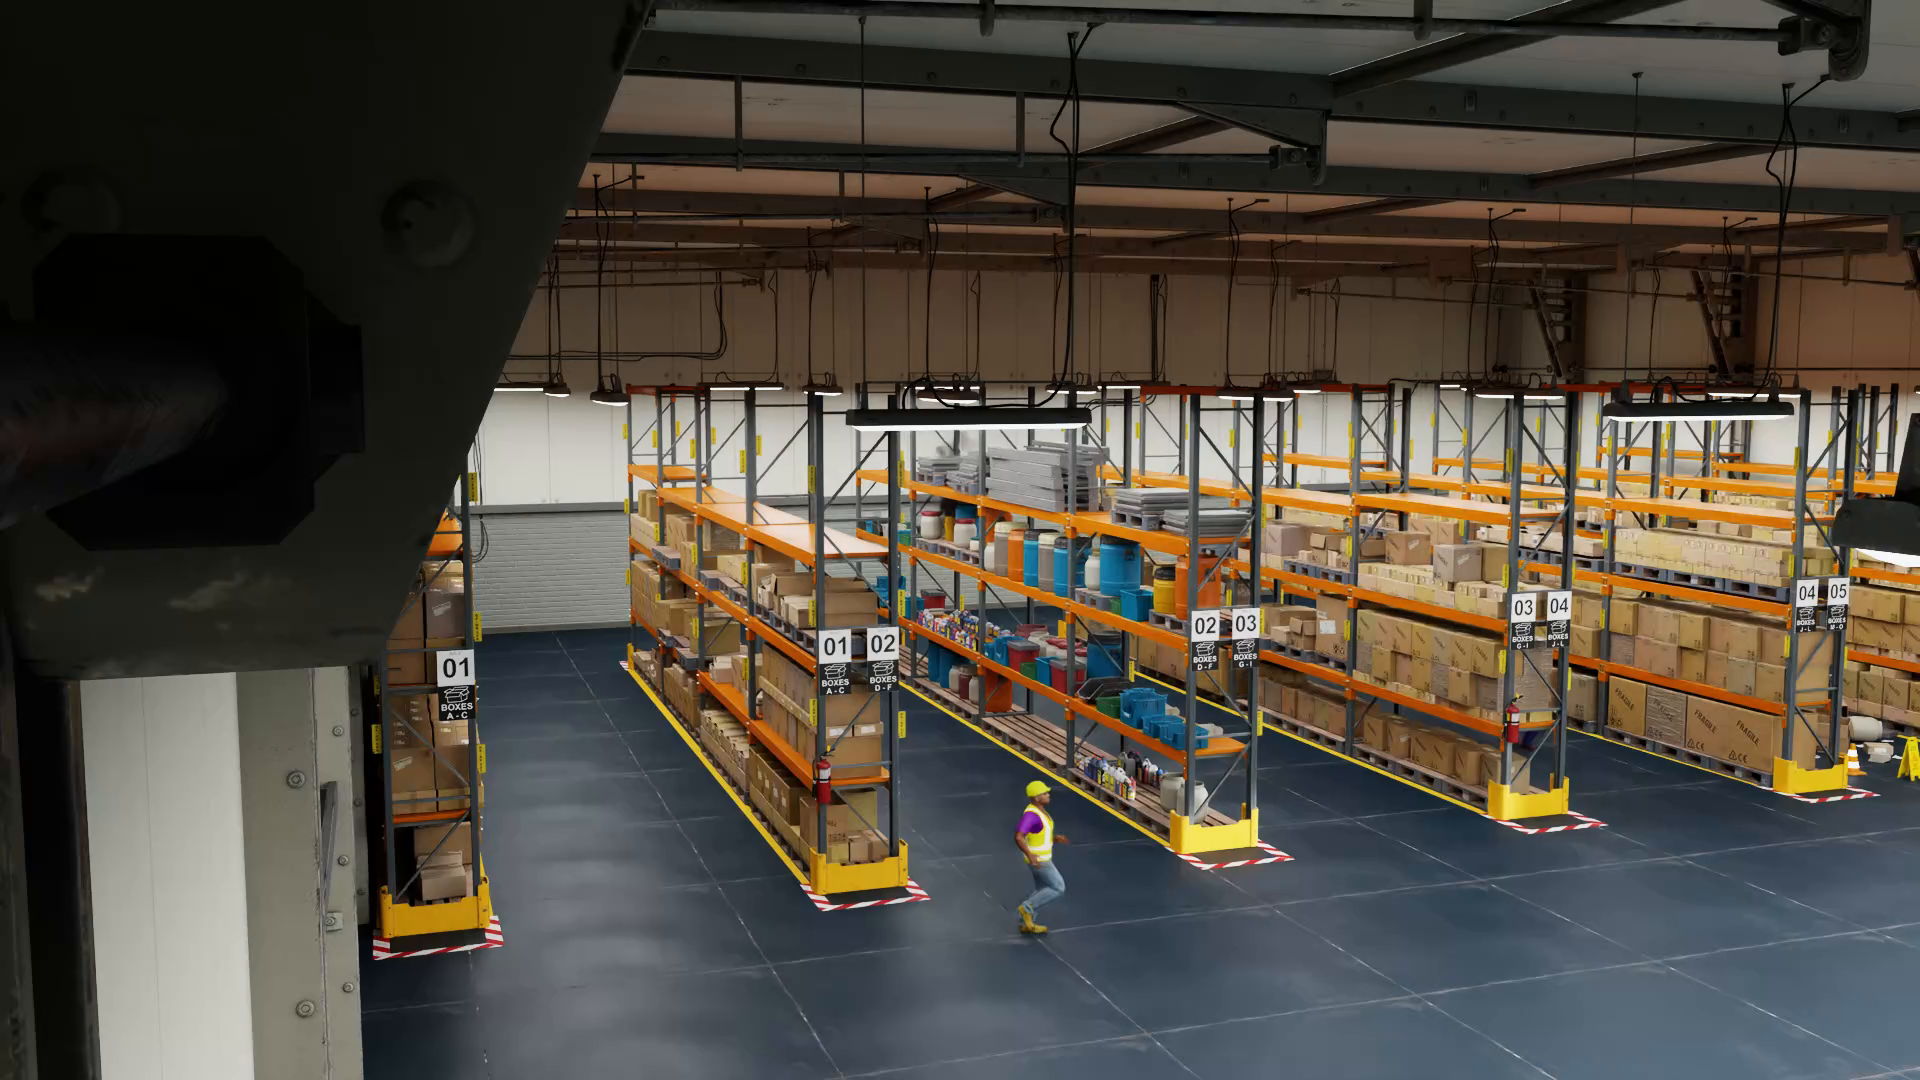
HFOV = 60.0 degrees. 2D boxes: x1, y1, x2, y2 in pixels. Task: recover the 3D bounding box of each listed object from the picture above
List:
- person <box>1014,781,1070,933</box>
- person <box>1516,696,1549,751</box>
[{"bbox_3d":[0.928,3.548,18.598,0.595,1.722,0.696,1,6,6],"label":"person"},{"bbox_3d":[9.464,2.699,27.550,0.607,1.603,0.547,-4,7,-35],"label":"person"}]
